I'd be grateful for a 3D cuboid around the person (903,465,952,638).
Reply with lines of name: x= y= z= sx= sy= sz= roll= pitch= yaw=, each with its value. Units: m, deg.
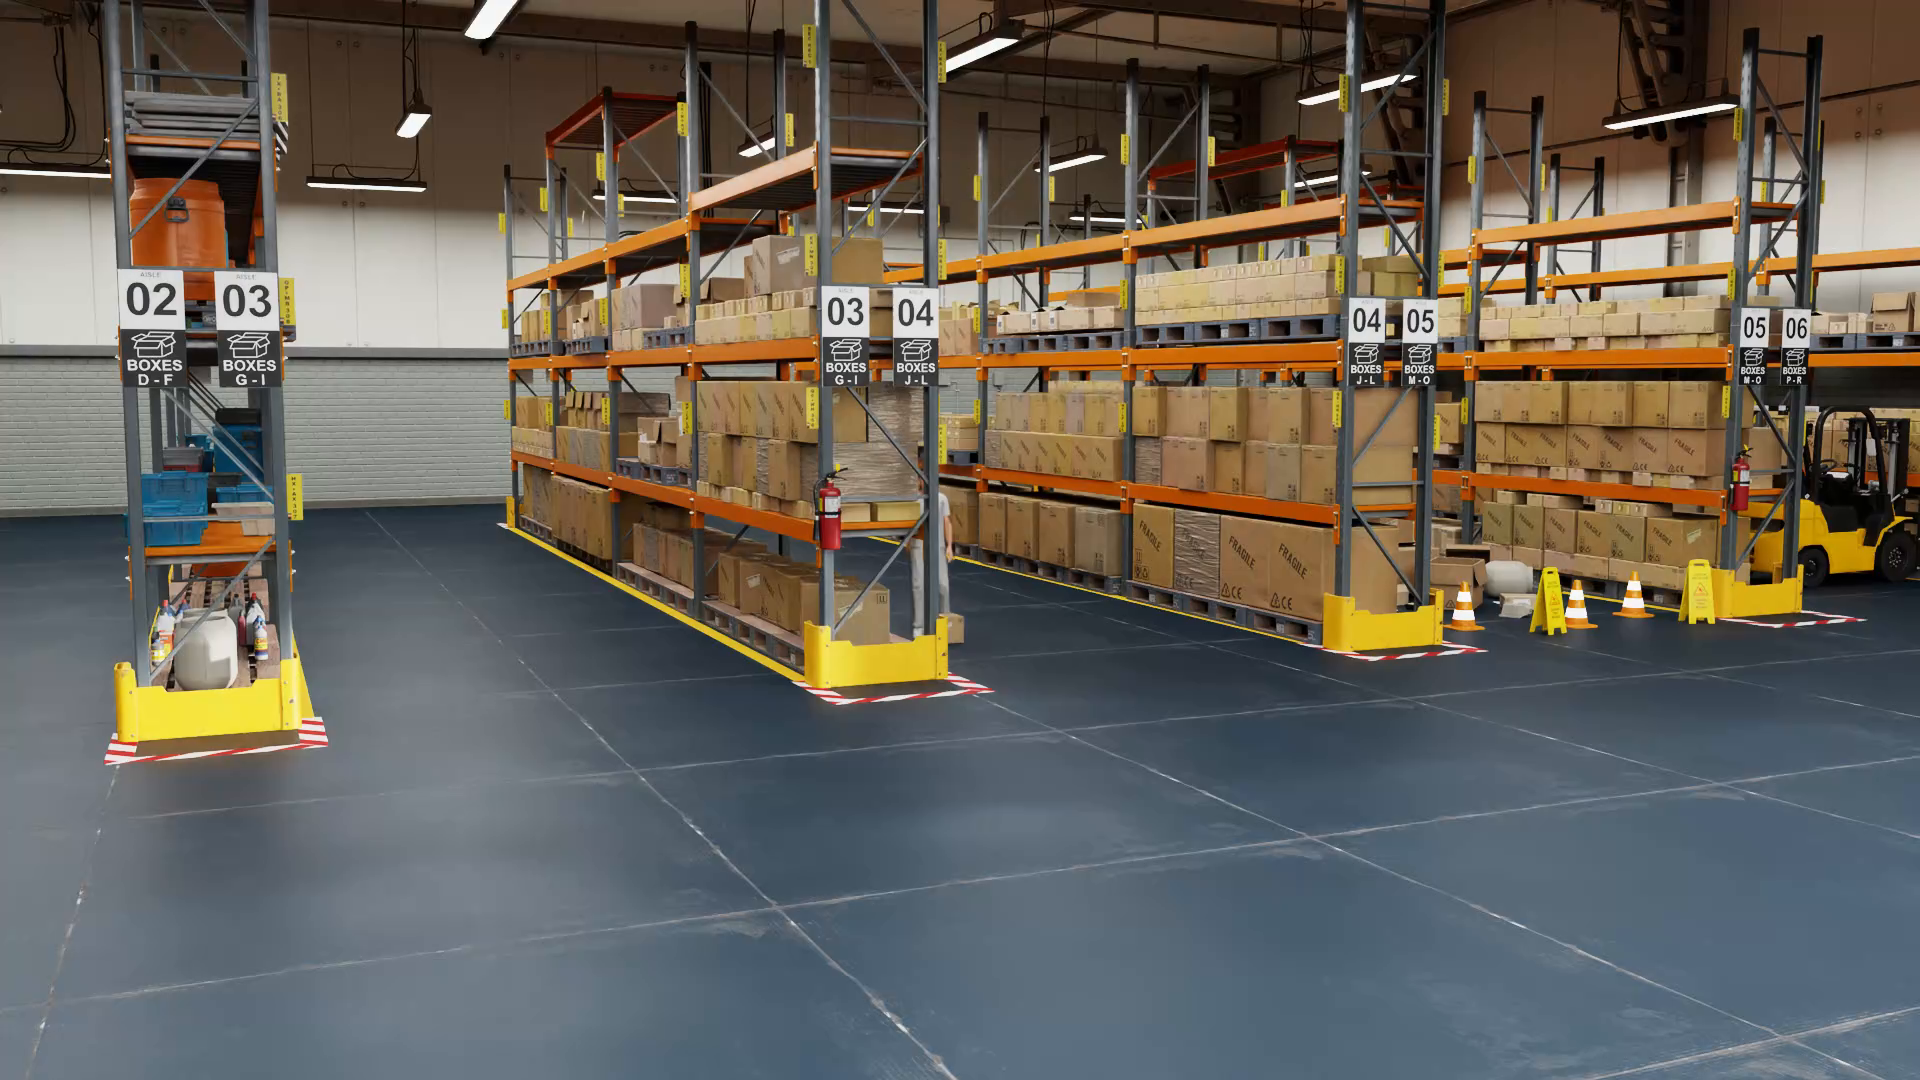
person: x=-0.310 y=0.103 z=16.046 sx=0.469 sy=1.668 sz=0.540 roll=0 pitch=5 yaw=-5
